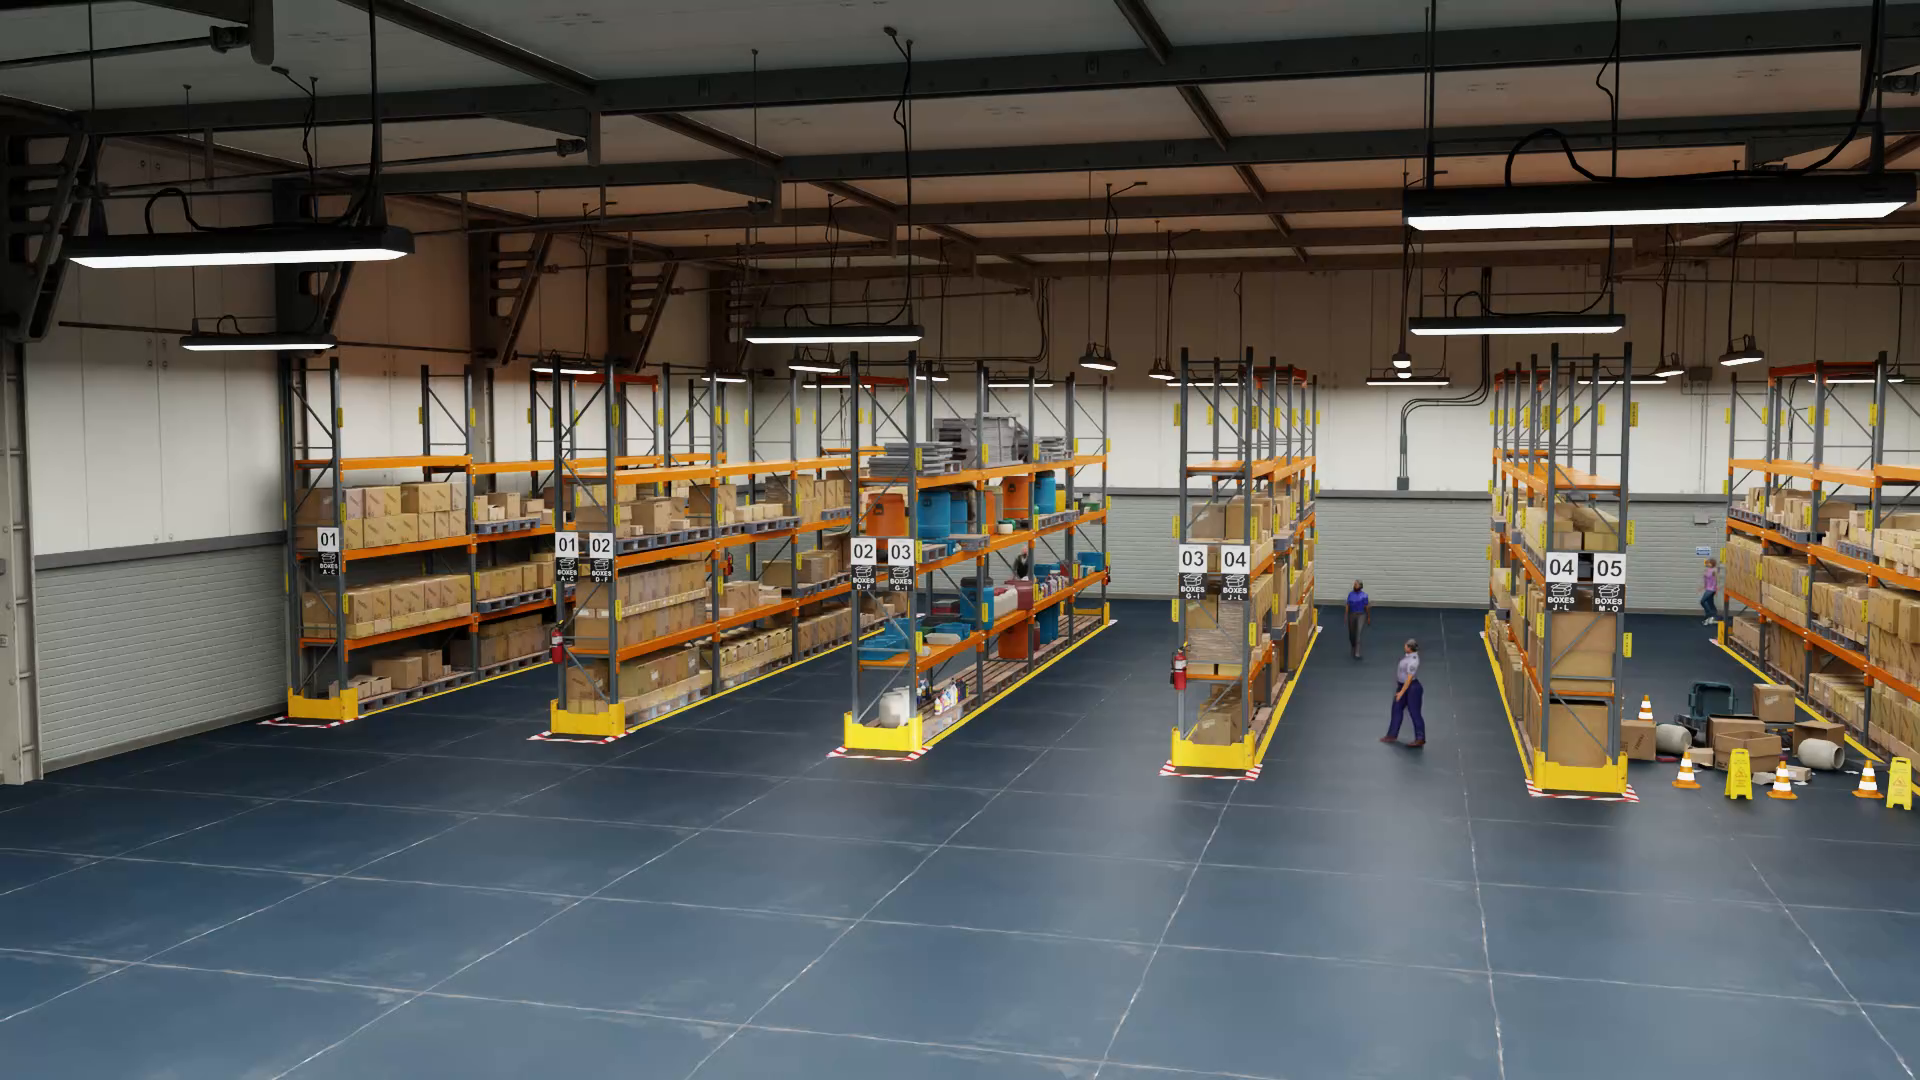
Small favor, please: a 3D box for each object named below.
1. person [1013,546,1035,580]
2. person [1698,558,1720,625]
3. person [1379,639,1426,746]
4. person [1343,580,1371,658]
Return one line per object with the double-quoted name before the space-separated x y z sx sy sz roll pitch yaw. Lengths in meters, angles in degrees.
"person" 1.656 1.058 43.187 0.635 1.663 0.883 1 4 14
"person" 18.151 1.239 40.277 0.477 1.619 0.389 1 4 12
"person" 6.813 2.321 25.515 0.581 1.650 0.582 -1 4 -11
"person" 8.349 1.634 34.931 0.538 1.588 0.928 2 5 21
